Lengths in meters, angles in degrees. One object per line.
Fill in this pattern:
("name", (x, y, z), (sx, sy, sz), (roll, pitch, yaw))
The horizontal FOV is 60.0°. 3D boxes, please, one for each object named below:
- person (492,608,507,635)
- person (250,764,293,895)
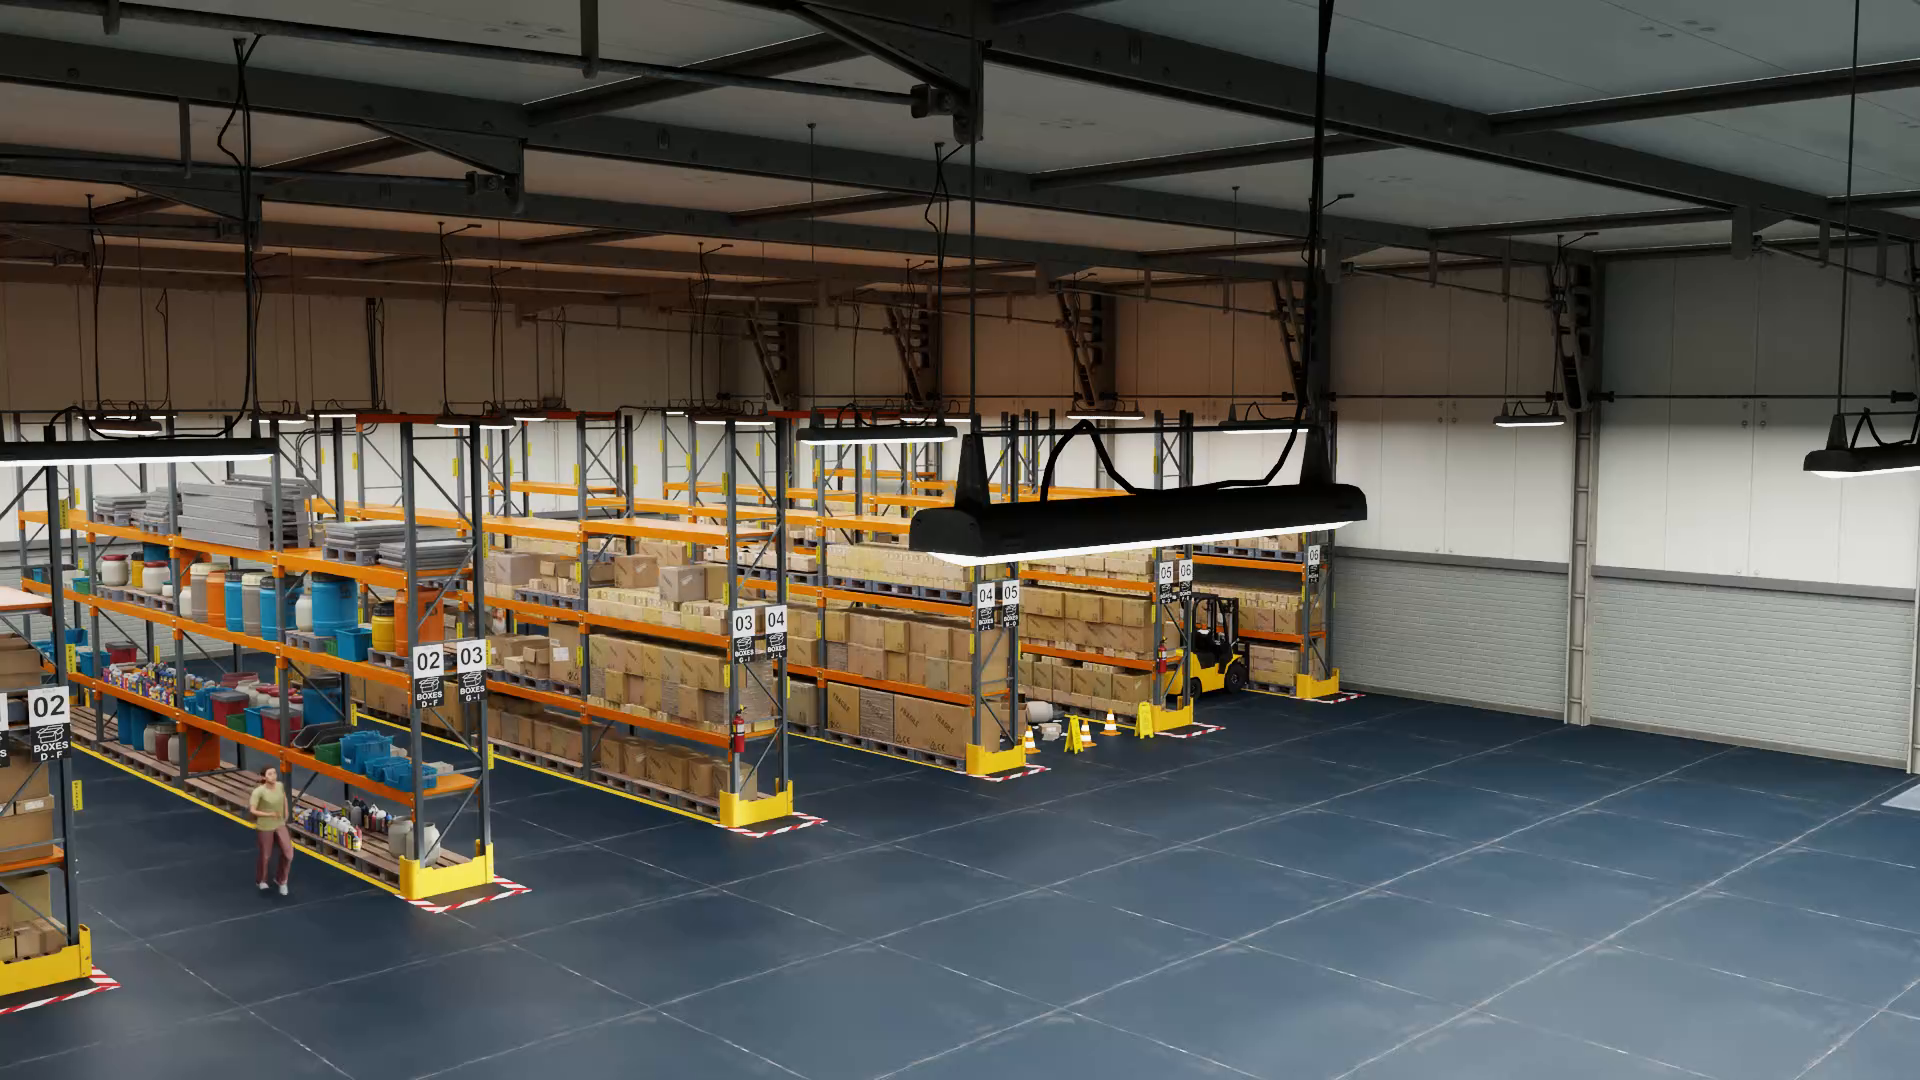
("person", (-10.143, 2.324, 36.585), (0.577, 1.708, 0.894), (-4, 7, -41))
("person", (-8.722, 3.682, 21.079), (0.688, 1.714, 0.588), (4, 6, 39))
